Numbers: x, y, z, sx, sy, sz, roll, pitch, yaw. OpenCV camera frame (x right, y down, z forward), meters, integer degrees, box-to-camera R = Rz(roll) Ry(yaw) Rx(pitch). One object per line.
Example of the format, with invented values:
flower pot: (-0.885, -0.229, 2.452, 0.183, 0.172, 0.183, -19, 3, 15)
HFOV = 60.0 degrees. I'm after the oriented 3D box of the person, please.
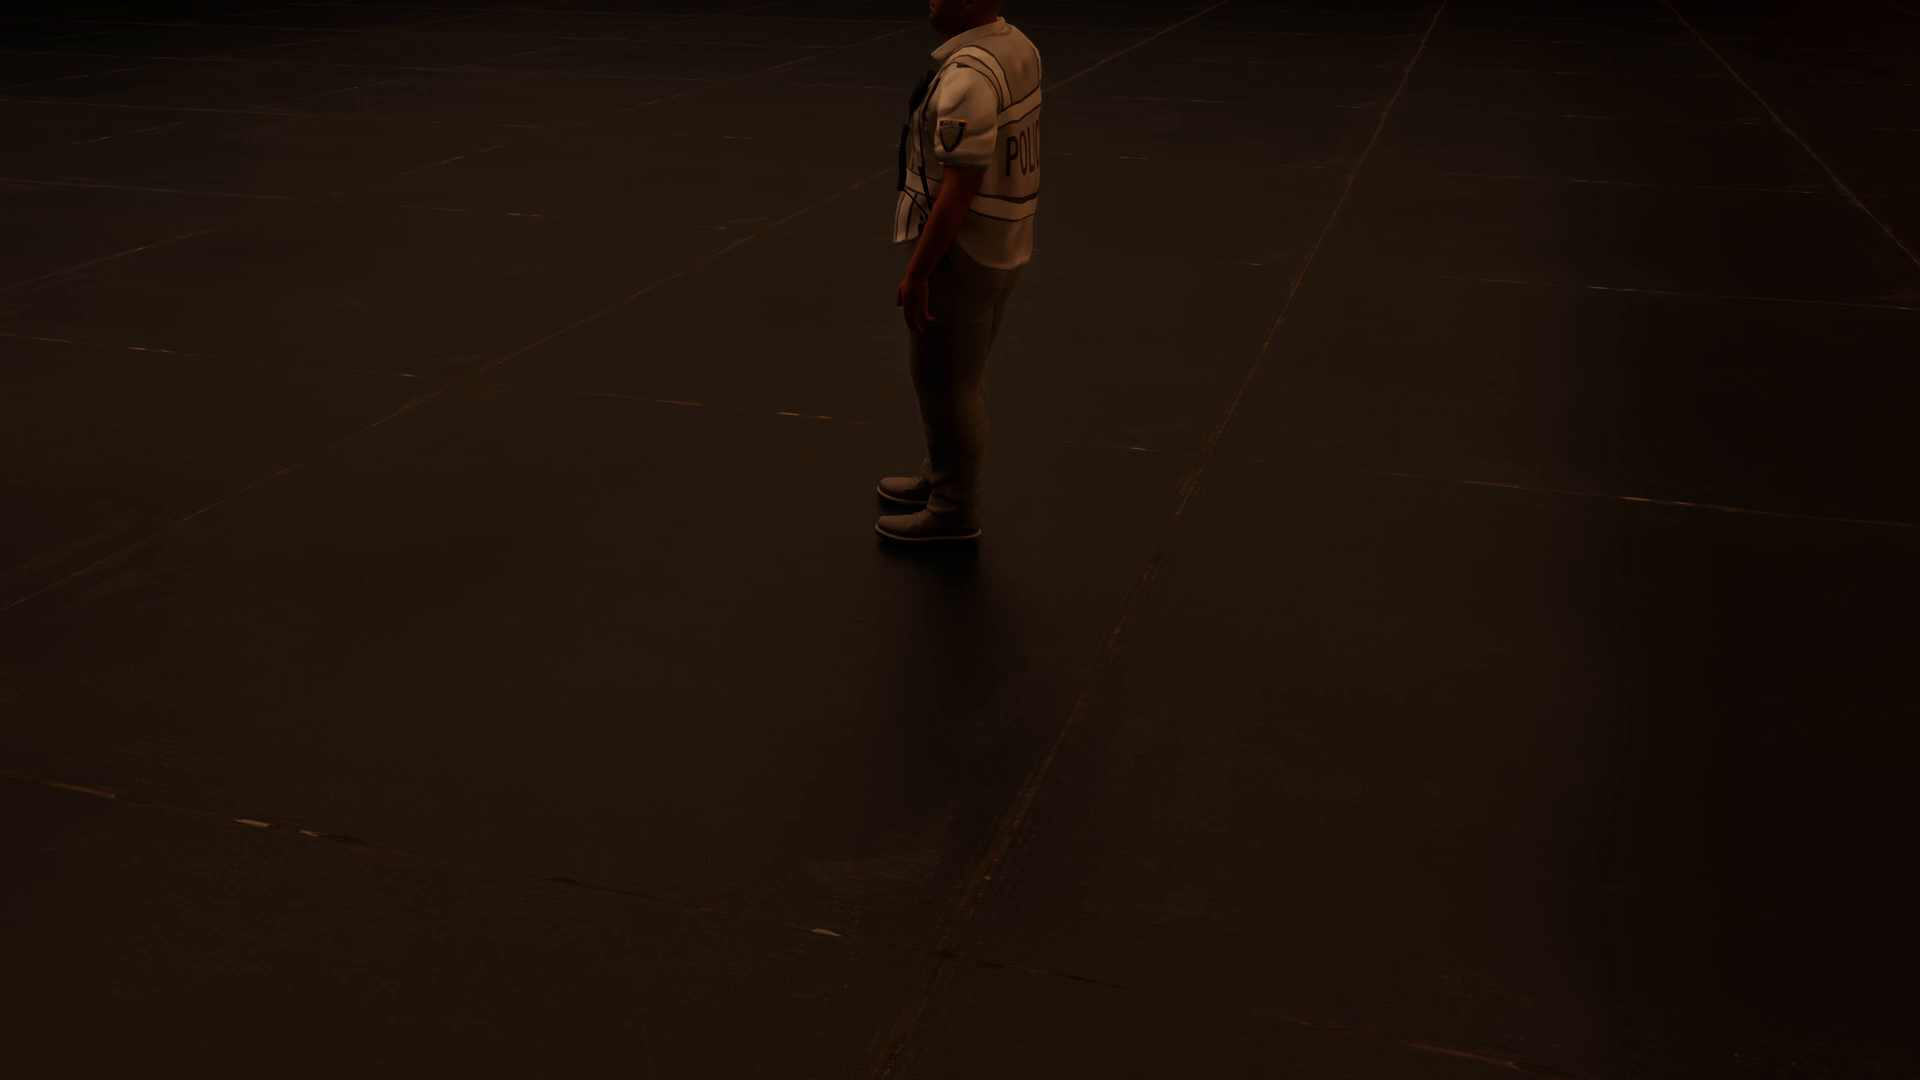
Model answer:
person: (-0.070, -0.843, 4.810, 0.575, 1.781, 0.640, 7, 23, 16)
